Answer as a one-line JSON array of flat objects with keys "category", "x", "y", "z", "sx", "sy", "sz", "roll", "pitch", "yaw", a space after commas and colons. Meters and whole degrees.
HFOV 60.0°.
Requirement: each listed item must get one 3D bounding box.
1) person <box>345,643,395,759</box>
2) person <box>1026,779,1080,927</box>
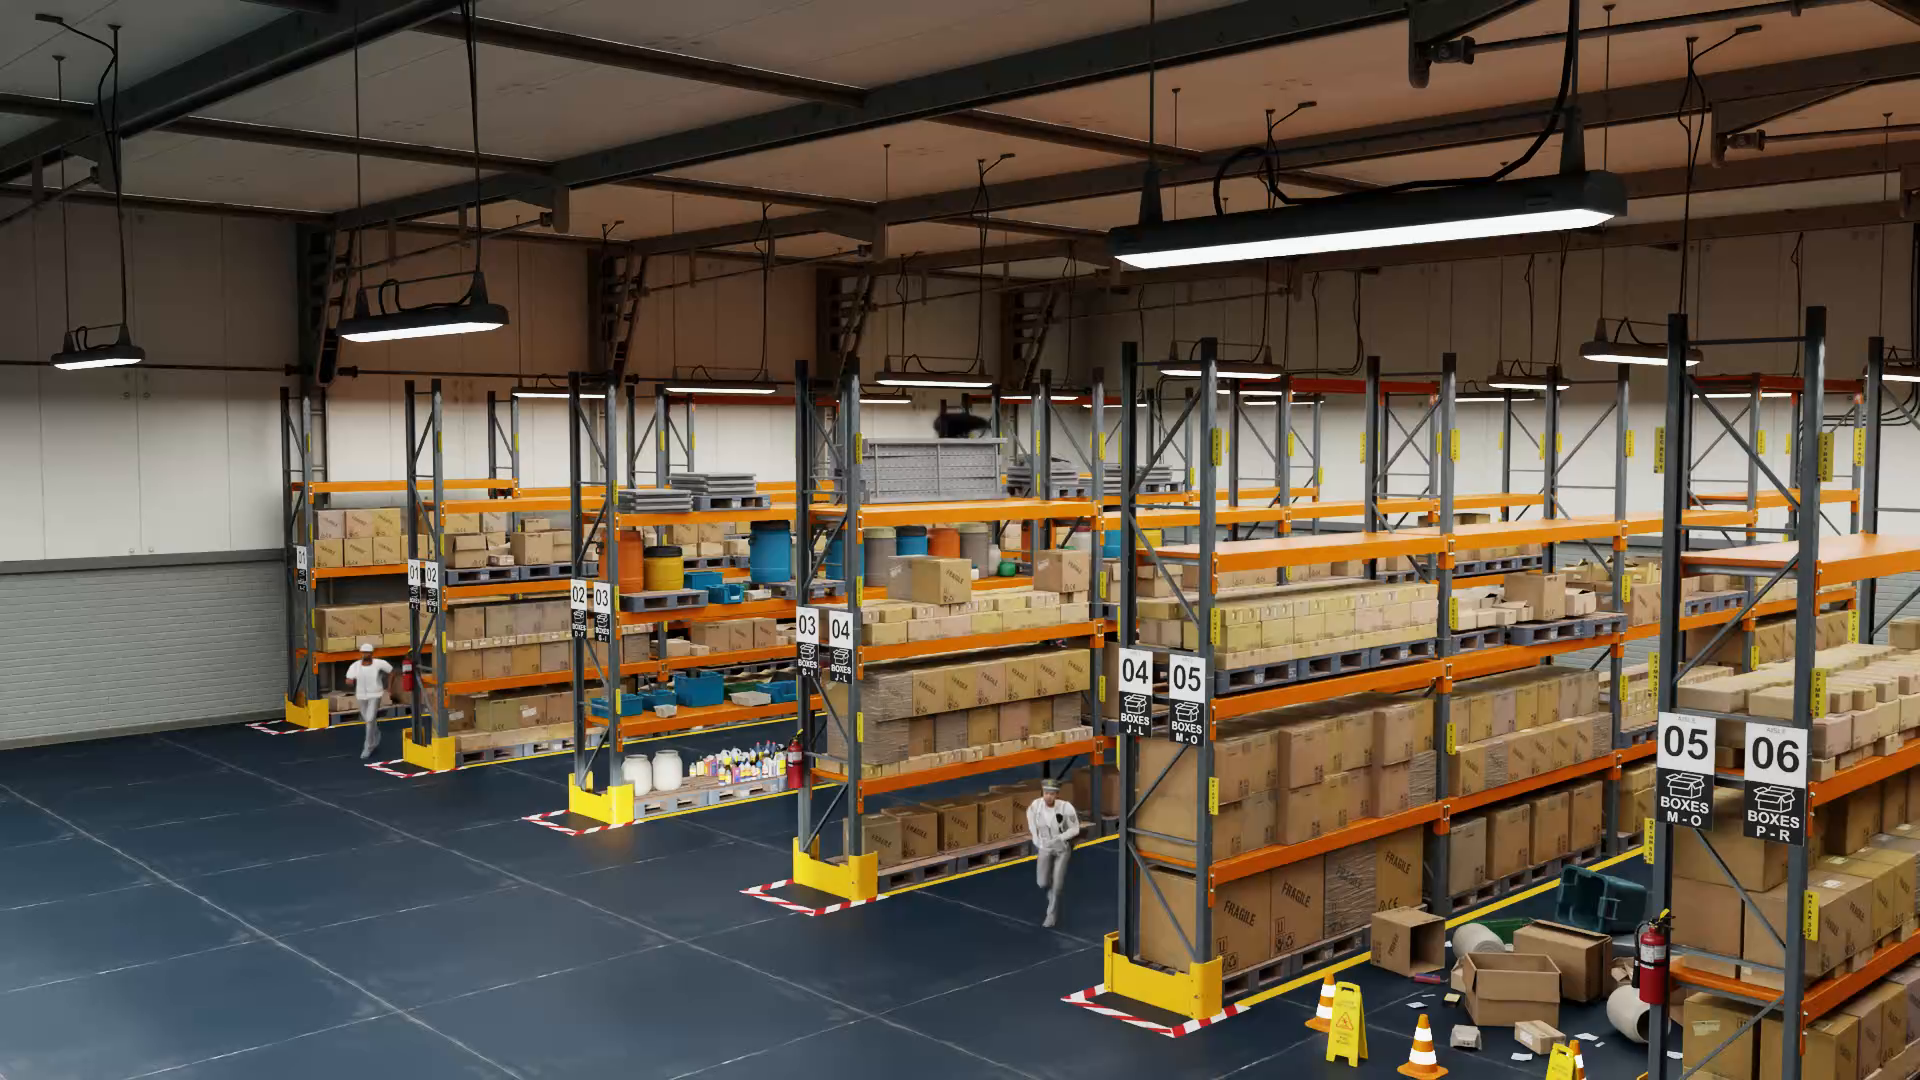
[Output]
[{"category": "person", "x": -9.505, "y": 2.553, "z": 26.758, "sx": 0.681, "sy": 1.803, "sz": 0.879, "roll": 0, "pitch": 4, "yaw": 5}, {"category": "person", "x": 0.961, "y": 3.260, "z": 17.402, "sx": 0.605, "sy": 1.616, "sz": 0.670, "roll": 1, "pitch": 4, "yaw": 13}]
